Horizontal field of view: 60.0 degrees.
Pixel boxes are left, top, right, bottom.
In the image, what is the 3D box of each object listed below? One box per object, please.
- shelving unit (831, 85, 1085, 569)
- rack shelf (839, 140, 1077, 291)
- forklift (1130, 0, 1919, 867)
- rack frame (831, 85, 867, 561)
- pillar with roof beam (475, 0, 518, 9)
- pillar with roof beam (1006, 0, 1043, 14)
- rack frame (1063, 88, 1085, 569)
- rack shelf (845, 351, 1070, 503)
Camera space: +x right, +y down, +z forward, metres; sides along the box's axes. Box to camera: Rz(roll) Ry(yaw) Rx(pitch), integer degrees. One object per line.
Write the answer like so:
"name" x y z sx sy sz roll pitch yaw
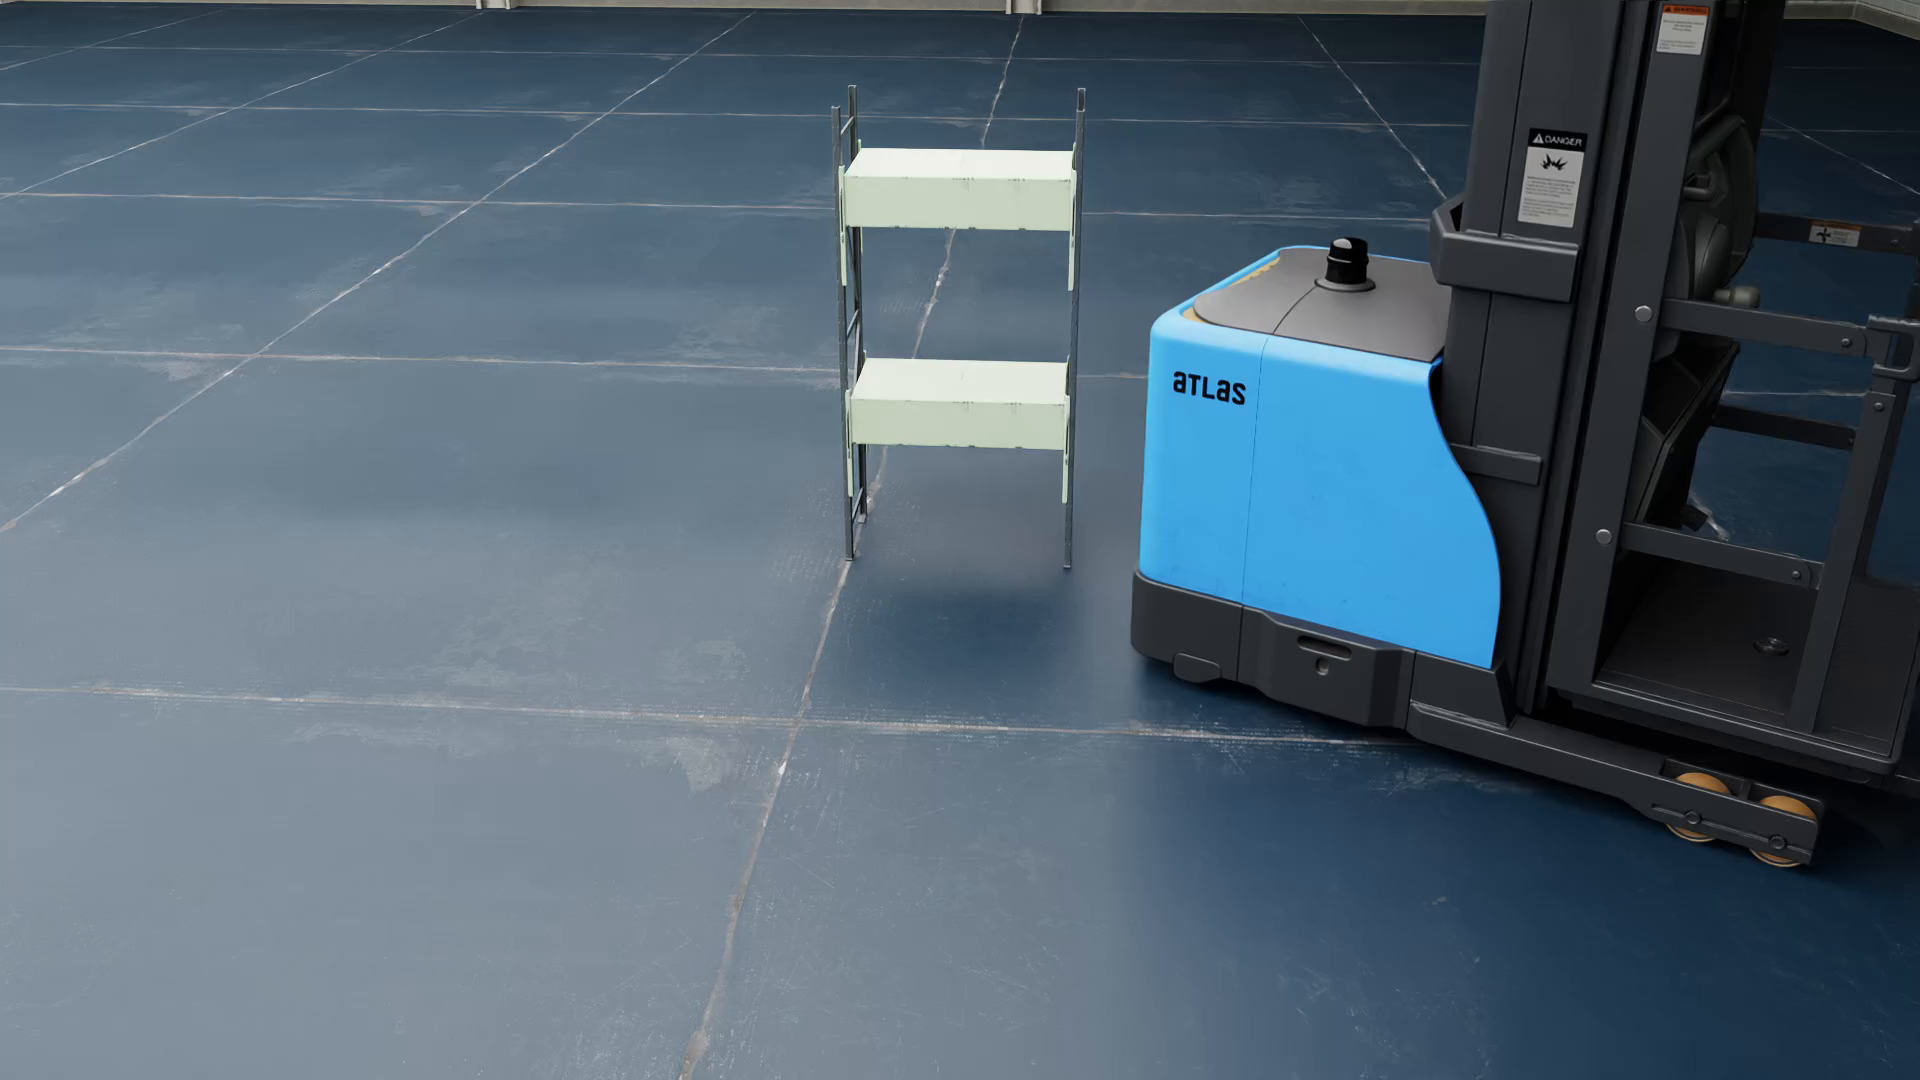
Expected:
"shelving unit" 0.007 -0.681 5.436 0.755 1.500 0.431 2 25 4
"rack shelf" 0.007 -1.036 5.273 0.720 0.370 0.431 2 25 4
"forklift" 2.023 -0.794 3.969 3.031 2.935 1.130 15 29 29
"rack frame" -0.358 -0.693 5.462 0.023 1.500 0.400 2 25 4
"pillar with roof beam" -5.594 -8.365 13.163 0.400 9.000 9.100 2 25 4
"pillar with roof beam" 0.388 -8.173 12.746 0.400 9.000 9.100 2 25 4
"rack frame" 0.372 -0.669 5.411 0.023 1.500 0.400 2 25 4
"rack shelf" 0.007 -0.385 5.572 0.720 0.370 0.431 2 25 4
